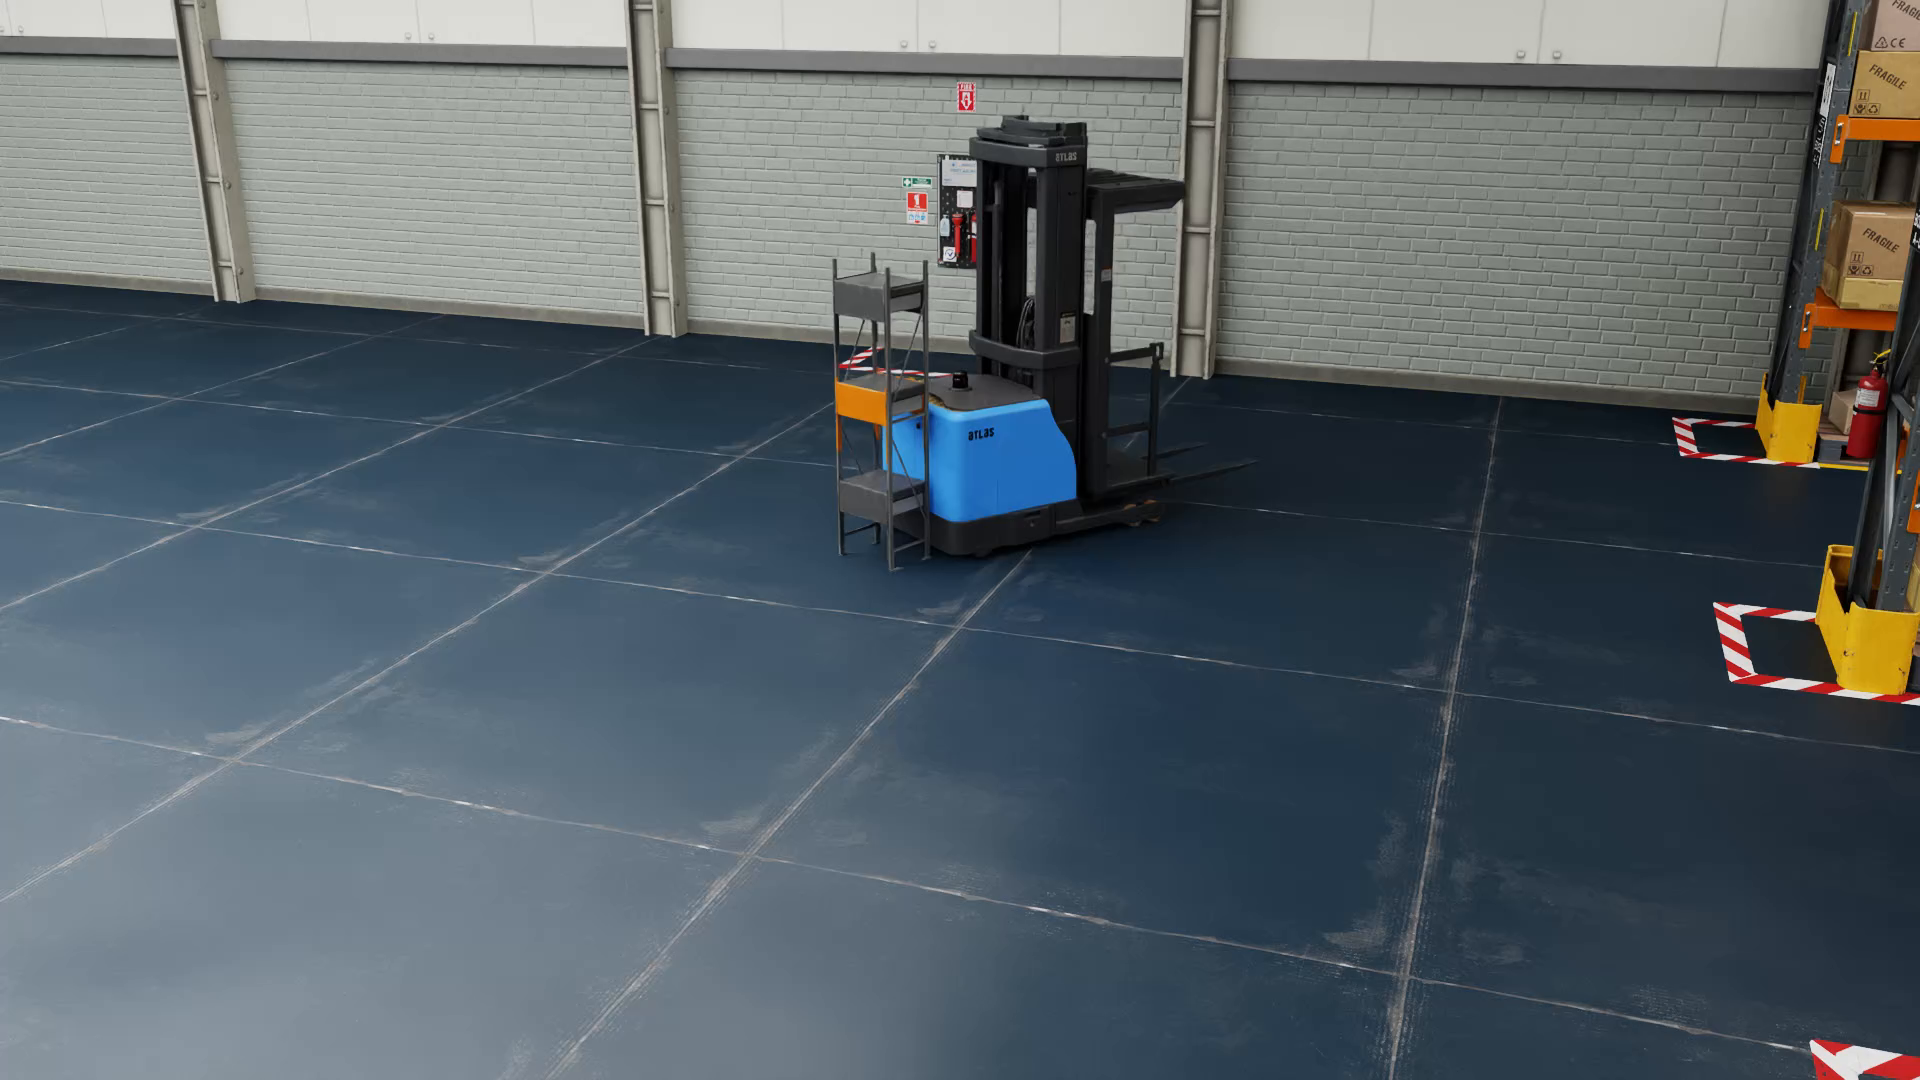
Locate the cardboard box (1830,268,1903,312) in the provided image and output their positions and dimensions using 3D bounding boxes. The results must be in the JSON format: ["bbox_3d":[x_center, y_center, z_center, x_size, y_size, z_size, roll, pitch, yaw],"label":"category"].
[{"bbox_3d":[7.440,-2.044,13.581,0.500,0.250,0.500,6,20,16],"label":"cardboard box"}]

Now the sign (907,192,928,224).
[{"bbox_3d":[-0.450,-3.486,17.465,0.234,0.329,0.001,7,20,18],"label":"sign"}]

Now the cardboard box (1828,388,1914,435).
[{"bbox_3d":[7.707,-1.092,14.070,0.500,0.311,0.500,4,20,12],"label":"cardboard box"}]

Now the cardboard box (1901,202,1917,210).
[{"bbox_3d":[8.071,-2.508,13.771,0.500,0.500,0.500,7,20,19],"label":"cardboard box"}]

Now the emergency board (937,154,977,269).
[{"bbox_3d":[0.039,-3.377,17.208,0.643,1.169,0.194,7,20,18],"label":"emergency board"}]

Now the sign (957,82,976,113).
[{"bbox_3d":[0.064,-4.504,16.918,0.199,0.298,0.001,7,20,18],"label":"sign"}]

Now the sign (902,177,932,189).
[{"bbox_3d":[-0.448,-3.733,17.369,0.331,0.109,0.001,7,20,18],"label":"sign"}]

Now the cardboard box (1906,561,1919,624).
[{"bbox_3d":[6.065,0.350,10.055,0.500,0.250,0.500,7,20,18],"label":"cardboard box"}]

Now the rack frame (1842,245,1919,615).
[{"bbox_3d":[5.461,-0.716,9.574,0.127,3.000,1.000,7,20,18],"label":"rack frame"}]

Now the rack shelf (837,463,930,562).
[{"bbox_3d":[-0.533,-0.198,11.622,0.480,0.518,0.431,16,25,39],"label":"rack shelf"}]

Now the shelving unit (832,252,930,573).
[{"bbox_3d":[-0.533,-0.872,11.387,0.503,2.100,0.431,16,25,39],"label":"shelving unit"}]

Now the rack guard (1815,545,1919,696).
[{"bbox_3d":[5.439,0.461,9.993,0.348,0.500,1.175,7,20,18],"label":"rack guard"}]

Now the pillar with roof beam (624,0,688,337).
[{"bbox_3d":[-4.720,-5.241,13.440,0.400,9.000,9.100,7,20,18],"label":"pillar with roof beam"}]

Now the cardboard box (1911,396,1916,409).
[{"bbox_3d":[8.246,-1.031,13.893,0.500,0.311,0.500,8,21,23],"label":"cardboard box"}]

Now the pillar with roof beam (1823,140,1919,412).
[{"bbox_3d":[6.616,-3.945,9.721,0.400,9.000,9.100,7,20,18],"label":"pillar with roof beam"}]

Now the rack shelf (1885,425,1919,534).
[{"bbox_3d":[7.350,-0.161,9.073,4.000,0.370,1.077,7,20,18],"label":"rack shelf"}]

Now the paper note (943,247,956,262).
[{"bbox_3d":[-0.106,-3.002,17.469,0.142,0.148,0.016,7,20,18],"label":"paper note"}]

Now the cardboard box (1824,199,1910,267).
[{"bbox_3d":[7.598,-2.565,13.936,0.500,0.500,0.500,6,20,17],"label":"cardboard box"}]

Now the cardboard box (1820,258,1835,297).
[{"bbox_3d":[7.589,-2.205,14.044,0.500,0.250,0.500,7,20,19],"label":"cardboard box"}]

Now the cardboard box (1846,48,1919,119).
[{"bbox_3d":[7.317,-3.616,13.154,0.500,0.500,0.500,7,20,19],"label":"cardboard box"}]

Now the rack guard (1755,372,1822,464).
[{"bbox_3d":[7.155,-1.069,14.382,0.348,0.500,1.175,7,20,18],"label":"rack guard"}]

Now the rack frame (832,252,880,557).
[{"bbox_3d":[-0.715,-0.925,11.540,0.015,2.100,0.400,16,25,39],"label":"rack frame"}]

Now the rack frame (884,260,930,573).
[{"bbox_3d":[-0.351,-0.818,11.233,0.015,2.100,0.400,16,25,39],"label":"rack frame"}]

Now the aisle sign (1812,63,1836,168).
[{"bbox_3d":[6.917,-3.399,13.321,0.004,0.787,0.394,7,20,18],"label":"aisle sign"}]

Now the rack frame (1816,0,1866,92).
[{"bbox_3d":[7.083,-5.090,13.007,0.127,3.000,1.000,7,20,18],"label":"rack frame"}]

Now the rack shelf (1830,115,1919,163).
[{"bbox_3d":[8.973,-3.118,12.999,4.000,0.370,1.077,7,20,18],"label":"rack shelf"}]

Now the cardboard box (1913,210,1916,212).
[{"bbox_3d":[7.899,-2.348,13.314,0.500,0.500,0.500,7,20,18],"label":"cardboard box"}]

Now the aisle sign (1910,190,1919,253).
[{"bbox_3d":[5.496,-2.042,9.429,0.004,0.787,0.394,7,20,18],"label":"aisle sign"}]

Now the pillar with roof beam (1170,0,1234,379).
[{"bbox_3d":[0.948,-4.593,11.581,0.400,9.000,9.100,7,20,18],"label":"pillar with roof beam"}]

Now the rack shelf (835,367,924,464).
[{"bbox_3d":[-0.533,-0.859,11.391,0.480,0.518,0.431,16,25,39],"label":"rack shelf"}]

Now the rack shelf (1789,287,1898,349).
[{"bbox_3d":[8.973,-1.701,13.493,4.000,0.370,1.077,7,20,18],"label":"rack shelf"}]

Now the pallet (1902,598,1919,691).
[{"bbox_3d":[6.197,0.670,9.834,1.213,0.211,1.003,7,20,18],"label":"pallet"}]

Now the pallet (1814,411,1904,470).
[{"bbox_3d":[7.911,-0.833,14.146,1.213,0.211,1.003,7,20,18],"label":"pallet"}]

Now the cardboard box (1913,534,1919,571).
[{"bbox_3d":[6.065,-0.005,9.934,0.500,0.500,0.500,7,20,18],"label":"cardboard box"}]

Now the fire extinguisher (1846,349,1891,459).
[{"bbox_3d":[5.502,-0.837,10.038,0.183,0.674,0.296,7,20,18],"label":"fire extinguisher"}]

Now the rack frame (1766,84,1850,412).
[{"bbox_3d":[7.083,-2.257,13.994,0.127,3.000,1.000,7,20,18],"label":"rack frame"}]

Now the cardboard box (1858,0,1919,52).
[{"bbox_3d":[7.368,-4.085,12.980,0.500,0.500,0.500,5,20,14],"label":"cardboard box"}]

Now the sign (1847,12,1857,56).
[{"bbox_3d":[6.905,-3.917,12.873,0.005,0.325,0.100,7,20,18],"label":"sign"}]

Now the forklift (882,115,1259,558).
[{"bbox_3d":[0.931,-1.615,12.256,3.031,2.935,1.130,-12,23,-32],"label":"forklift"}]

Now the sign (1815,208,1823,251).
[{"bbox_3d":[6.905,-2.497,13.368,0.005,0.325,0.100,7,20,18],"label":"sign"}]

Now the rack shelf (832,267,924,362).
[{"bbox_3d":[-0.533,-1.520,11.161,0.480,0.518,0.431,16,25,39],"label":"rack shelf"}]

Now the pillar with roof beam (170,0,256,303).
[{"bbox_3d":[-10.387,-5.889,15.299,0.400,9.000,9.100,7,20,18],"label":"pillar with roof beam"}]

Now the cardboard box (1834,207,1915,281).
[{"bbox_3d":[7.436,-2.405,13.476,0.500,0.500,0.500,7,20,18],"label":"cardboard box"}]
